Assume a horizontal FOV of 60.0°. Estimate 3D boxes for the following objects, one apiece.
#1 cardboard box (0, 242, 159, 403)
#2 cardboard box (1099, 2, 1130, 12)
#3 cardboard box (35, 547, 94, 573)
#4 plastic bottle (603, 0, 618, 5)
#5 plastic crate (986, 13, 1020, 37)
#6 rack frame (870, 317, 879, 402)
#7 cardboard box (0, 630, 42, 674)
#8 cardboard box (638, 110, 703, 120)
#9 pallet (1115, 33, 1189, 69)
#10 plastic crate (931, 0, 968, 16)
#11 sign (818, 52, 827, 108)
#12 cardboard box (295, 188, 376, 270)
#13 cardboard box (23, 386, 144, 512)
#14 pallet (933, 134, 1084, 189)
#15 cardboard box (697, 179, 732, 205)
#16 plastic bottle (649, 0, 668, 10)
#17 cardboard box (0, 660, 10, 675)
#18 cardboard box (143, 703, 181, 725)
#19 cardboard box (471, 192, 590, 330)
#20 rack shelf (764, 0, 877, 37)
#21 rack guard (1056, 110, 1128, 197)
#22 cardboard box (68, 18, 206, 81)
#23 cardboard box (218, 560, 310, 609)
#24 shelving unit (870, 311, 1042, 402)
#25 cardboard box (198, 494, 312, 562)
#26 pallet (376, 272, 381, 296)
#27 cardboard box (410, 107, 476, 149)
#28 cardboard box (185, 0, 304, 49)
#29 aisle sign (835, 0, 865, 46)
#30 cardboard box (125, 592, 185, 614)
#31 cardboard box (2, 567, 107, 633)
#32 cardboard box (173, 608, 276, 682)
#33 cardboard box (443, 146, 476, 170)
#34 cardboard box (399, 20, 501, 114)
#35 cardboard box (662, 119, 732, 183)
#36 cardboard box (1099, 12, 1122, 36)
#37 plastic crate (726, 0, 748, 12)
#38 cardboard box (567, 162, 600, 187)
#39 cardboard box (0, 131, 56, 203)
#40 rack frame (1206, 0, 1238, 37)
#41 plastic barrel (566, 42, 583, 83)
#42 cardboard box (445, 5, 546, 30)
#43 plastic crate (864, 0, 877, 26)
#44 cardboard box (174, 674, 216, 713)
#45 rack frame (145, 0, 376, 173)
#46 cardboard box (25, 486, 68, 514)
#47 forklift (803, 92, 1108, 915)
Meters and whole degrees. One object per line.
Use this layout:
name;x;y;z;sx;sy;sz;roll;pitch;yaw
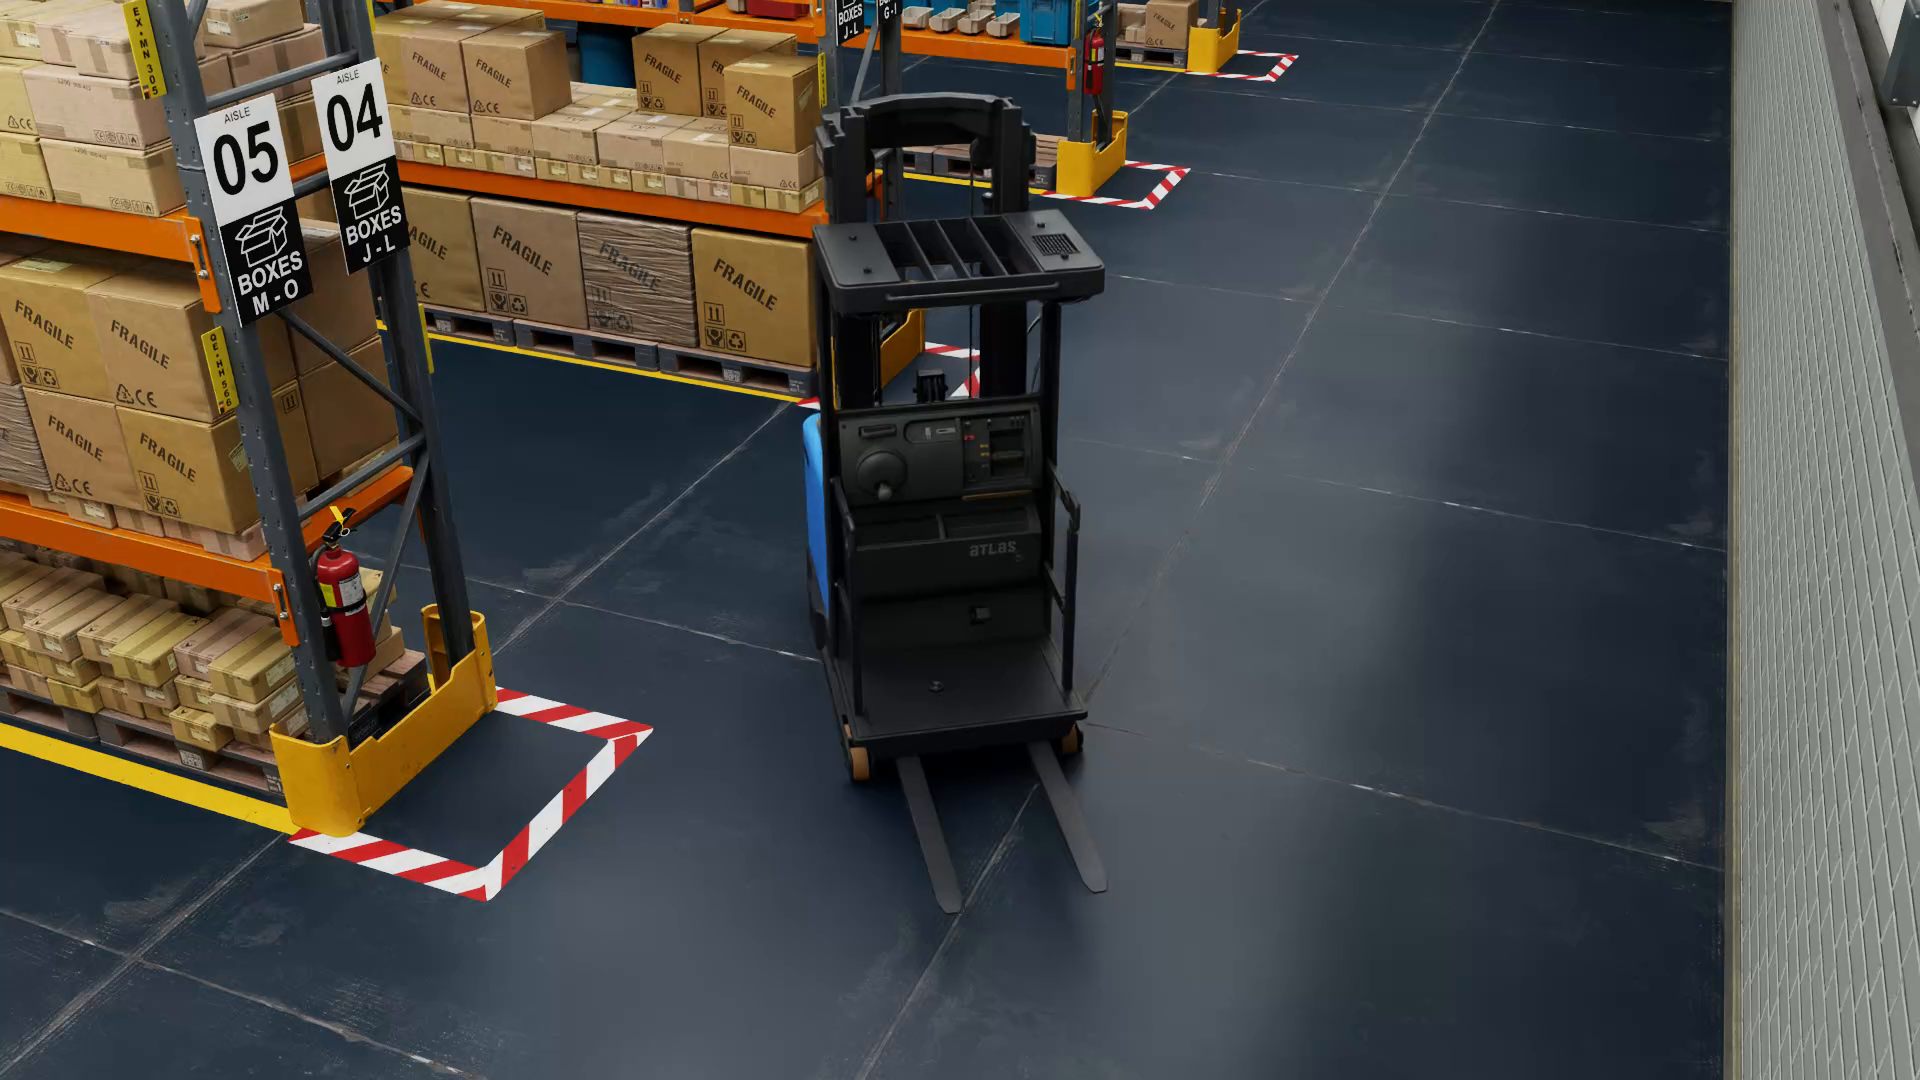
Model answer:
cardboard box;-3.582;-0.928;6.923;0.500;0.500;0.500;10;31;17
cardboard box;1.768;-6.423;20.412;0.500;0.250;0.500;11;31;19
cardboard box;-4.448;0.056;8.469;0.250;0.149;0.380;11;31;19
plastic bottle;-3.455;-5.495;16.473;0.185;0.351;0.144;11;31;19
plastic crate;0.402;-4.735;15.286;0.243;0.136;0.396;11;31;19
rack frame;-0.562;-0.771;9.590;0.032;1.500;0.500;9;31;16
cardboard box;-4.388;0.466;8.046;0.250;0.149;0.380;13;32;22
cardboard box;-1.928;-2.961;11.790;0.500;0.250;0.500;10;31;17
pallet;2.282;-5.960;20.081;1.213;0.211;1.003;11;31;19
plastic crate;-0.099;-5.148;15.919;0.300;0.233;0.416;11;31;19
sign;-0.853;-2.860;10.343;0.005;0.325;0.100;11;31;19
cardboard box;-4.943;-2.604;13.042;0.875;0.875;1.225;11;31;19
cardboard box;-3.583;-0.491;7.166;0.500;0.500;0.500;11;31;18
pallet;0.476;-3.712;16.103;1.213;0.211;1.003;11;31;19
cardboard box;-1.565;-2.398;11.200;0.250;0.149;0.380;11;31;19
plastic bottle;-2.967;-5.367;16.323;0.135;0.276;0.152;11;31;19
cardboard box;-4.595;0.513;8.264;0.250;0.149;0.380;12;32;21
cardboard box;-3.650;0.712;7.912;0.250;0.149;0.380;11;31;19
cardboard box;-2.927;-2.170;12.273;0.875;0.875;0.875;11;31;19
rack shelf;-2.489;-3.860;11.213;4.000;0.370;1.077;11;31;19
rack guard;1.253;-3.669;15.733;0.348;0.500;1.175;11;31;19
cardboard box;-3.013;-1.814;6.101;0.250;0.149;0.380;11;31;19
cardboard box;-3.438;0.192;8.228;0.250;0.149;0.380;11;31;19
shelving unit;-0.072;-0.690;9.447;1.083;1.500;0.587;9;31;16
cardboard box;-3.003;-0.076;7.092;0.250;0.149;0.380;11;31;19
pallet;-5.086;-2.132;13.307;1.213;0.211;1.003;11;31;19
cardboard box;-3.547;-3.001;11.861;0.500;0.250;0.500;11;31;19
cardboard box;-2.809;-2.050;6.519;0.250;0.149;0.380;11;31;19
aisle sign;-0.682;-3.479;10.214;0.004;0.787;0.394;11;31;19
cardboard box;-3.955;0.276;8.381;0.250;0.149;0.380;10;31;17
cardboard box;-4.368;0.299;8.038;0.250;0.149;0.380;10;31;17
cardboard box;-3.392;0.490;7.701;0.250;0.149;0.380;12;32;20
cardboard box;-3.462;-2.777;11.869;0.250;0.149;0.380;10;31;18
cardboard box;-3.542;-3.328;11.678;0.500;0.500;0.500;11;31;19
cardboard box;-1.655;-2.624;11.194;0.500;0.250;0.500;11;31;18
cardboard box;1.626;-6.186;19.992;0.500;0.250;0.500;11;31;19
plastic crate;-2.103;-5.256;16.207;0.243;0.136;0.396;11;31;19
cardboard box;-2.506;-2.586;11.533;0.250;0.149;0.380;12;32;20
cardboard box;-3.591;-1.550;6.547;0.500;0.250;0.500;11;31;19
rack frame;3.092;-7.013;19.110;0.127;3.000;1.000;11;31;19
plastic barrel;-4.124;-4.980;17.614;0.421;0.512;0.421;0;29;0
cardboard box;-3.354;-3.570;12.106;0.500;0.500;0.500;12;31;20
plastic crate;-0.773;-4.972;15.607;0.300;0.233;0.416;11;31;19
cardboard box;-3.413;0.634;7.748;0.250;0.149;0.380;11;31;18
rack frame;-2.595;-2.866;5.675;0.127;3.000;1.000;11;31;19
cardboard box;-3.936;-0.278;7.448;0.250;0.149;0.380;10;31;17
forklift;-0.038;-0.349;7.389;1.130;2.935;3.031;-6;30;-10
